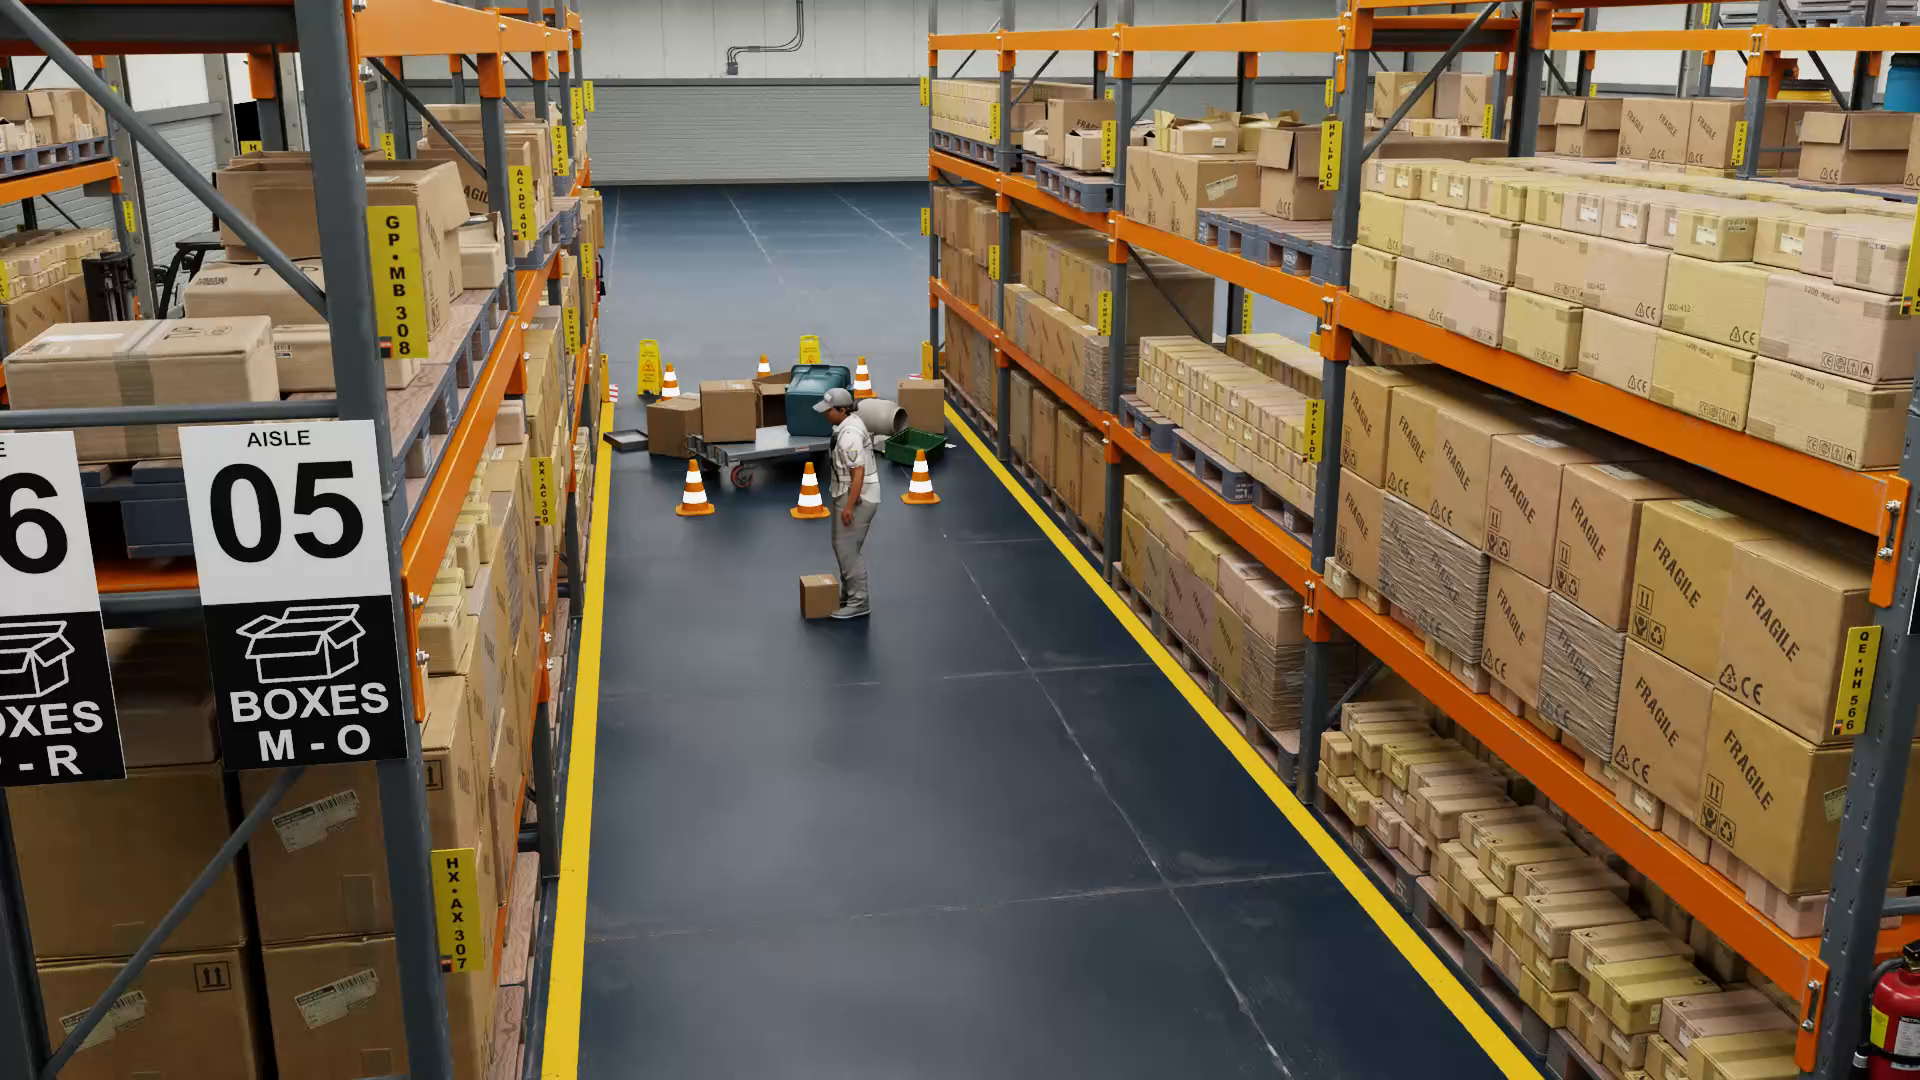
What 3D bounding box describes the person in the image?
[{"bbox_3d":[3.260,-8.391,31.742,16.101,6.001,40.828,-3,17,-10],"label":"person"}]
